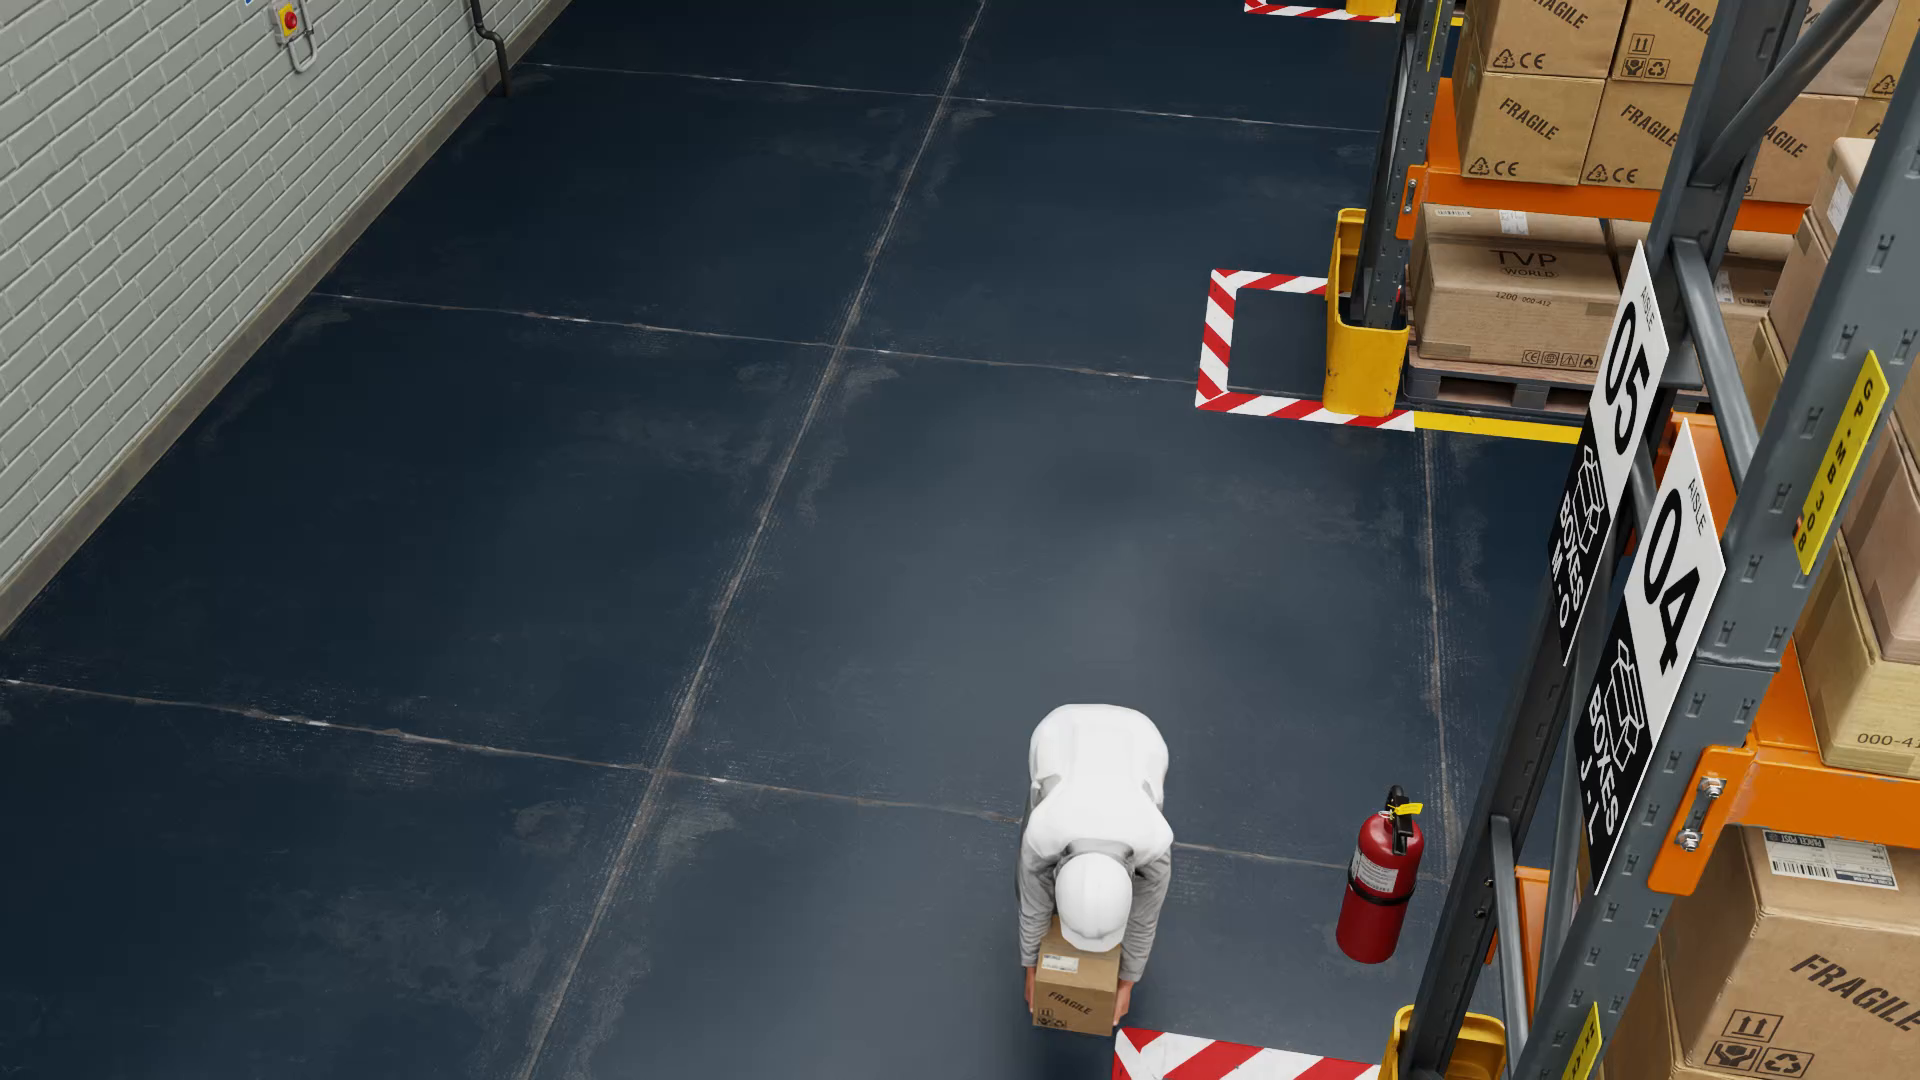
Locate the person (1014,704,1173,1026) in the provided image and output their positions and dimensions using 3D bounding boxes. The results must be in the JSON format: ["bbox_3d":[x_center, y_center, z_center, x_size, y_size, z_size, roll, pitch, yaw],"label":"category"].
[{"bbox_3d":[0.410,1.116,5.330,0.490,1.113,0.993,5,40,6],"label":"person"}]
